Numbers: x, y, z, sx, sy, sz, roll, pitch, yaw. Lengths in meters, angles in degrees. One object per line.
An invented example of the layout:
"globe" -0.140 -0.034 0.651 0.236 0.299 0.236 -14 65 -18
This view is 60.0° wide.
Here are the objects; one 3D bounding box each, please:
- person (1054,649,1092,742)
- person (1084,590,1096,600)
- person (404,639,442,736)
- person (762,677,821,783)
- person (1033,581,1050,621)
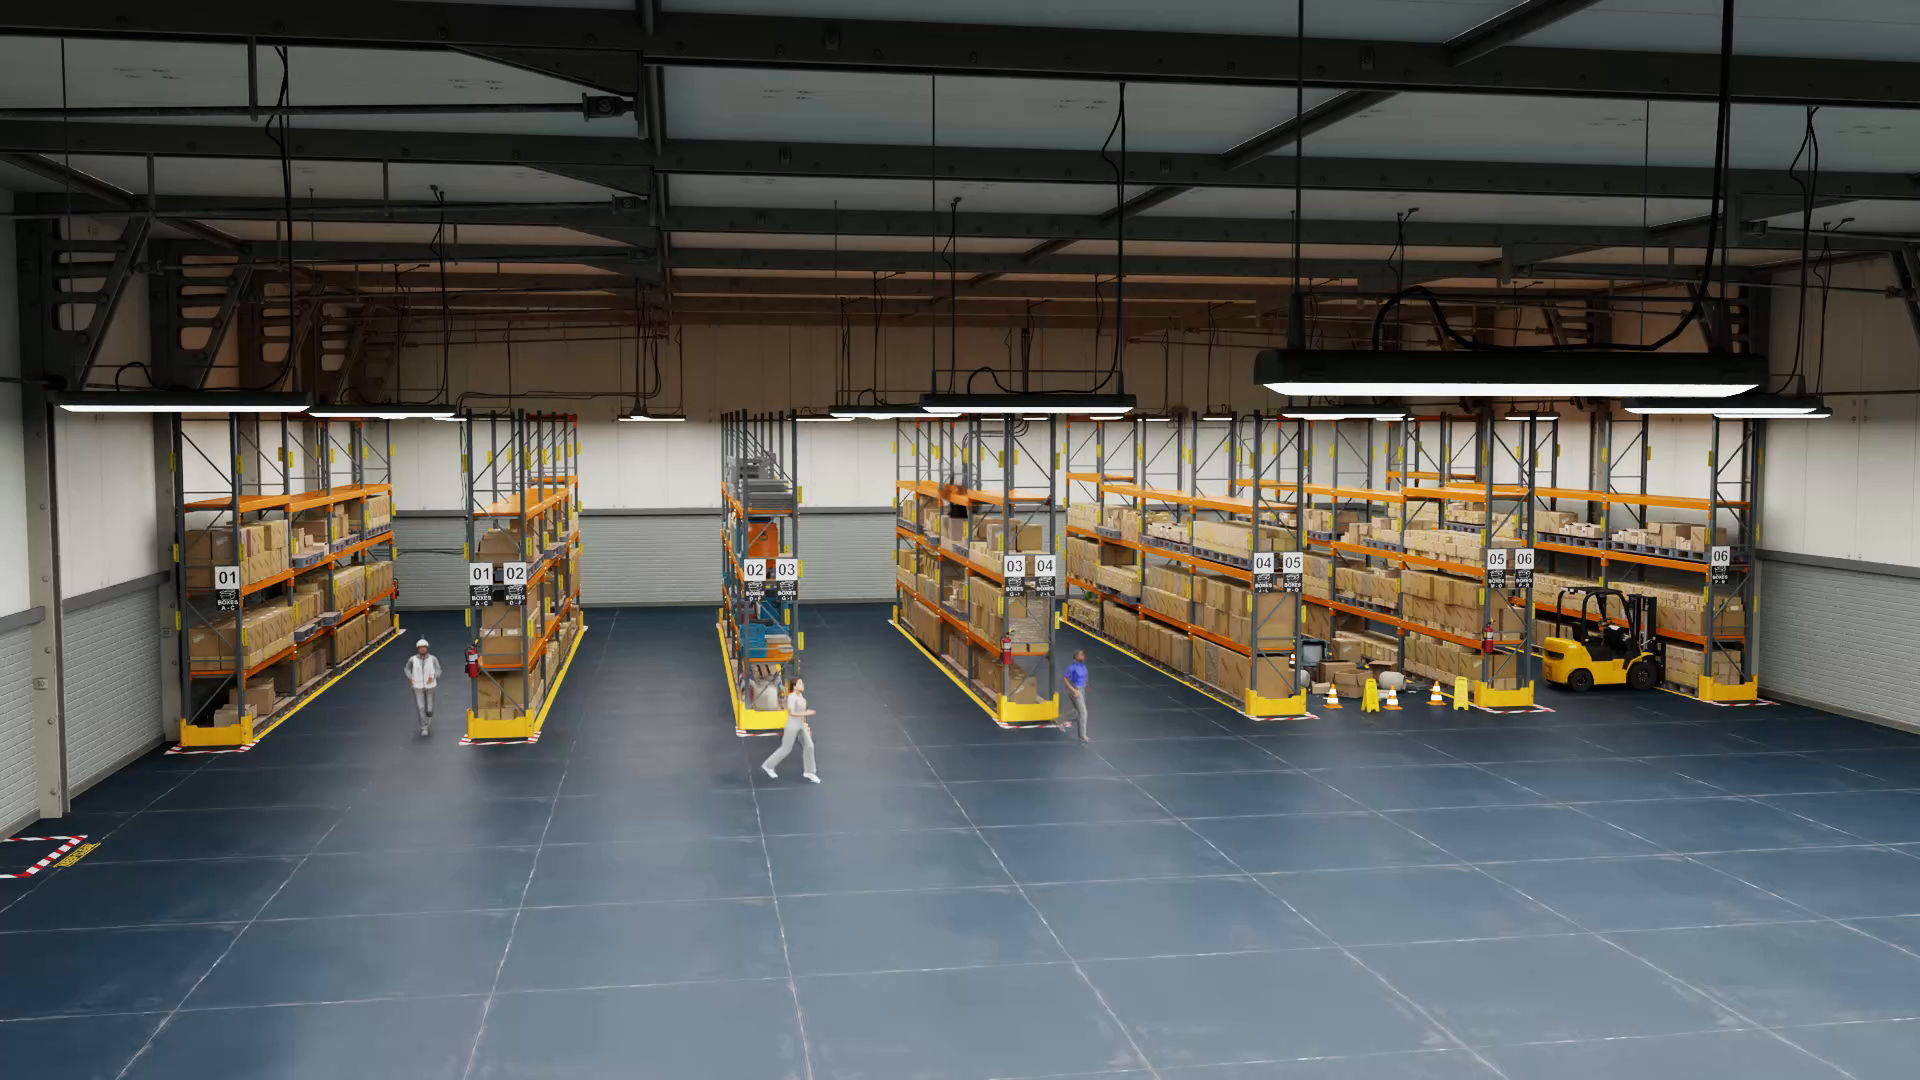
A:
"person" 2.079 2.801 30.205 0.768 1.664 0.595 2 5 31
"person" 3.929 1.401 49.743 0.551 1.709 0.713 1 4 20
"person" -9.883 2.703 30.628 0.665 1.749 0.842 -1 4 -19
"person" -2.688 3.028 26.636 0.947 1.698 0.576 1 4 18
"person" 2.334 1.587 46.371 0.681 1.815 0.908 -1 4 -17
